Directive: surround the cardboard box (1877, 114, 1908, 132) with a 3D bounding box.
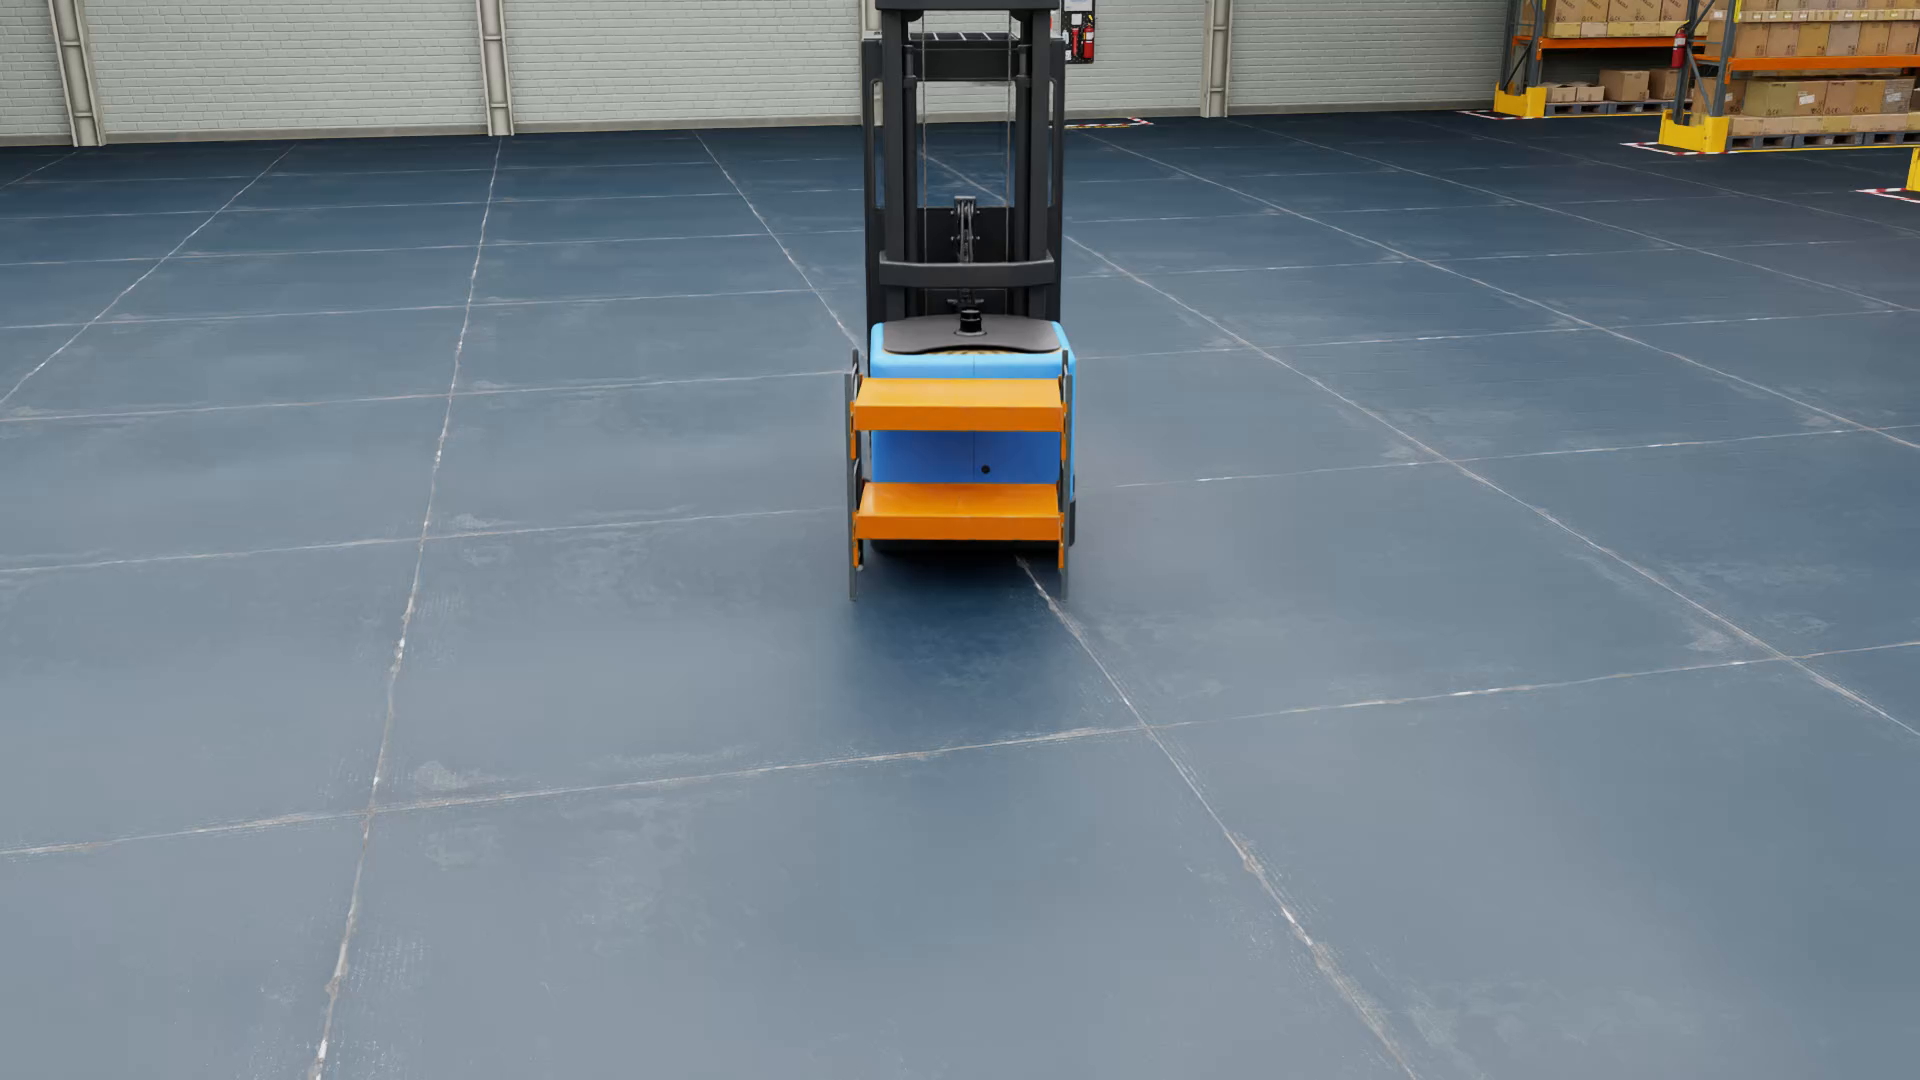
[{"bbox_3d":[13.914,-6.335,25.134,0.500,0.250,0.500,-5,21,-12],"label":"cardboard box"}]

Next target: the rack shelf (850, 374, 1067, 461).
[{"bbox_3d":[-0.003,-0.591,7.942,1.000,0.278,0.538,0,20,1],"label":"rack shelf"}]

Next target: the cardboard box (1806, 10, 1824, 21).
[{"bbox_3d":[12.347,-7.651,24.252,0.250,0.149,0.380,-5,21,-14],"label":"cardboard box"}]

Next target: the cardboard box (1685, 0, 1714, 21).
[{"bbox_3d":[12.787,-9.342,29.054,0.500,0.500,0.500,-5,21,-13],"label":"cardboard box"}]

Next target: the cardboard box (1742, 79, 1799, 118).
[{"bbox_3d":[11.971,-6.525,24.563,0.500,0.500,0.500,-5,21,-12],"label":"cardboard box"}]

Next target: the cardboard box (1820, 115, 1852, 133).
[{"bbox_3d":[12.945,-6.251,24.904,0.500,0.250,0.500,-5,21,-12],"label":"cardboard box"}]

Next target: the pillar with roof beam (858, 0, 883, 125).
[{"bbox_3d":[-0.437,-9.687,22.177,0.400,9.000,9.100,-5,21,-12],"label":"pillar with roof beam"}]

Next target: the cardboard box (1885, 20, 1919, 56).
[{"bbox_3d":[13.862,-7.541,24.894,0.500,0.500,0.700,-5,21,-13],"label":"cardboard box"}]

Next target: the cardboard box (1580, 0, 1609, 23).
[{"bbox_3d":[10.785,-9.180,28.614,0.500,0.500,0.500,-5,21,-12],"label":"cardboard box"}]

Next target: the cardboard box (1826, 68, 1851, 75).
[{"bbox_3d":[15.859,-8.457,30.536,0.500,0.500,0.700,-5,21,-13],"label":"cardboard box"}]

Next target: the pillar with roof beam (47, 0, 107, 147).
[{"bbox_3d":[-12.115,-8.738,19.584,0.400,9.000,9.100,-5,21,-12],"label":"pillar with roof beam"}]

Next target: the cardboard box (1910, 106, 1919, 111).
[{"bbox_3d":[15.141,-6.611,25.888,0.500,0.250,0.500,-5,21,-13],"label":"cardboard box"}]

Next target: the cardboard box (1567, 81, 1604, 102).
[{"bbox_3d":[11.017,-7.930,29.371,0.500,0.311,0.500,-3,20,-8],"label":"cardboard box"}]

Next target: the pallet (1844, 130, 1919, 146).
[{"bbox_3d":[14.020,-6.217,25.479,1.213,0.211,1.003,-5,21,-12],"label":"pallet"}]

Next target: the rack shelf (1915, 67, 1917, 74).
[{"bbox_3d":[16.750,-7.396,25.689,4.000,0.370,1.077,-5,21,-12],"label":"rack shelf"}]

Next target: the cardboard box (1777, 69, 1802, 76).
[{"bbox_3d":[14.864,-8.387,30.345,0.500,0.500,0.700,-5,21,-14],"label":"cardboard box"}]

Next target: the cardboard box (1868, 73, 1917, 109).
[{"bbox_3d":[14.281,-6.901,25.590,0.500,0.500,0.500,-5,21,-12],"label":"cardboard box"}]

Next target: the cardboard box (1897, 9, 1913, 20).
[{"bbox_3d":[13.838,-7.772,24.581,0.250,0.149,0.380,-5,21,-13],"label":"cardboard box"}]

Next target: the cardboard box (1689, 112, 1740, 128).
[{"bbox_3d":[11.365,-6.306,25.055,0.500,0.250,0.500,-5,21,-12],"label":"cardboard box"}]

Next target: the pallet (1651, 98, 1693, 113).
[{"bbox_3d":[13.015,-7.859,29.961,1.213,0.211,1.003,-5,21,-12],"label":"pallet"}]

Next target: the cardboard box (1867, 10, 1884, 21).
[{"bbox_3d":[13.353,-7.733,24.476,0.250,0.149,0.380,-4,21,-11],"label":"cardboard box"}]

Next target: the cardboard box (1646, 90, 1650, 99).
[{"bbox_3d":[12.099,-7.981,29.746,0.250,0.149,0.380,-6,21,-17],"label":"cardboard box"}]

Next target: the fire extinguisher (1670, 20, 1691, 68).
[{"bbox_3d":[10.689,-7.368,24.681,0.183,0.674,0.296,-5,21,-12],"label":"fire extinguisher"}]

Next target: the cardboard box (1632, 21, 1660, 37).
[{"bbox_3d":[11.807,-8.911,28.969,0.500,0.250,0.500,-4,21,-12],"label":"cardboard box"}]

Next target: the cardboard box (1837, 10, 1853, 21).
[{"bbox_3d":[12.839,-7.690,24.359,0.250,0.149,0.380,-4,21,-12],"label":"cardboard box"}]

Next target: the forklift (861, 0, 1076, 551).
[{"bbox_3d":[0.007,-1.777,9.404,1.130,2.935,3.031,-1,20,-2],"label":"forklift"}]

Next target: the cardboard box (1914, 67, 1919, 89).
[{"bbox_3d":[18.299,-8.752,30.859,0.750,0.750,0.750,-5,21,-13],"label":"cardboard box"}]

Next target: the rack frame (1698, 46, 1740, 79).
[{"bbox_3d":[13.660,-9.233,29.659,0.127,3.000,1.000,-5,21,-12],"label":"rack frame"}]

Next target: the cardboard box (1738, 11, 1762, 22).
[{"bbox_3d":[11.343,-7.569,24.028,0.250,0.149,0.380,-5,21,-13],"label":"cardboard box"}]

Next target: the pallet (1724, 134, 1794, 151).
[{"bbox_3d":[11.646,-6.024,24.952,1.213,0.211,1.003,-5,21,-12],"label":"pallet"}]

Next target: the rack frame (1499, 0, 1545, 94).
[{"bbox_3d":[9.768,-8.916,28.794,0.127,3.000,1.000,-5,21,-12],"label":"rack frame"}]

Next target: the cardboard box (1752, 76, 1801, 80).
[{"bbox_3d":[12.335,-6.743,25.157,0.500,0.500,0.500,-5,21,-12],"label":"cardboard box"}]

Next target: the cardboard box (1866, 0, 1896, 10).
[{"bbox_3d":[13.395,-8.114,24.573,0.500,0.500,0.700,-5,21,-12],"label":"cardboard box"}]

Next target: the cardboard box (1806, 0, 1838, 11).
[{"bbox_3d":[12.421,-8.035,24.357,0.500,0.500,0.700,-5,21,-12],"label":"cardboard box"}]

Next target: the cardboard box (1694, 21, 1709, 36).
[{"bbox_3d":[12.783,-8.996,29.201,0.500,0.250,0.500,-5,21,-12],"label":"cardboard box"}]

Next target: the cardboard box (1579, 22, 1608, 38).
[{"bbox_3d":[10.818,-8.833,28.757,0.500,0.250,0.500,-5,21,-14],"label":"cardboard box"}]

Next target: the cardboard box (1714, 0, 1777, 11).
[{"bbox_3d":[11.420,-7.951,24.129,0.500,0.500,0.700,-5,21,-12],"label":"cardboard box"}]

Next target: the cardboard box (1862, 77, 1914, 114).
[{"bbox_3d":[13.914,-6.688,25.007,0.500,0.500,0.500,-5,21,-12],"label":"cardboard box"}]

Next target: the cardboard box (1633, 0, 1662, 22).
[{"bbox_3d":[11.789,-9.264,28.842,0.500,0.500,0.500,-4,20,-11],"label":"cardboard box"}]

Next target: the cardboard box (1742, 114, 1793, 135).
[{"bbox_3d":[11.970,-6.173,24.693,0.500,0.250,0.500,-5,21,-12],"label":"cardboard box"}]

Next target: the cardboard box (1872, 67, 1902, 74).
[{"bbox_3d":[16.864,-8.508,30.674,0.500,0.500,0.700,-4,21,-12],"label":"cardboard box"}]

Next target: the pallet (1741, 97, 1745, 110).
[{"bbox_3d":[14.418,-7.986,30.308,1.213,0.211,1.003,-5,21,-12],"label":"pallet"}]

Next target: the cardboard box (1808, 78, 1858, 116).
[{"bbox_3d":[12.945,-6.602,24.774,0.500,0.500,0.500,-5,21,-12],"label":"cardboard box"}]

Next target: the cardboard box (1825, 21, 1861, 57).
[{"bbox_3d":[12.875,-7.461,24.677,0.500,0.500,0.700,-4,21,-11],"label":"cardboard box"}]

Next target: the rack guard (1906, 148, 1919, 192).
[{"bbox_3d":[12.111,-4.448,20.231,0.348,0.500,1.175,-5,21,-12],"label":"rack guard"}]

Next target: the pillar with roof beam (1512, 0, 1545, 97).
[{"bbox_3d":[11.241,-10.637,24.770,0.400,9.000,9.100,-5,21,-12],"label":"pillar with roof beam"}]

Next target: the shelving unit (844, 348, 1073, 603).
[{"bbox_3d":[-0.003,-0.316,8.042,1.048,1.125,0.538,0,20,1],"label":"shelving unit"}]

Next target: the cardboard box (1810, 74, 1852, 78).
[{"bbox_3d":[13.308,-6.822,25.374,0.500,0.500,0.500,-5,21,-12],"label":"cardboard box"}]

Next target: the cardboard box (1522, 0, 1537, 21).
[{"bbox_3d":[10.178,-9.316,28.984,0.500,0.500,0.500,-5,21,-13],"label":"cardboard box"}]

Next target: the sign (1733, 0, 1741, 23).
[{"bbox_3d":[11.033,-7.516,23.597,0.005,0.325,0.100,-5,21,-12],"label":"sign"}]

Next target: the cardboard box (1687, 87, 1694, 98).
[{"bbox_3d":[13.147,-8.057,29.927,0.250,0.166,0.380,-7,21,-20],"label":"cardboard box"}]

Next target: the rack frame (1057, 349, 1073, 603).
[{"bbox_3d":[0.506,-0.313,8.032,0.032,1.125,0.500,0,20,1],"label":"rack frame"}]

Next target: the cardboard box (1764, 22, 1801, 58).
[{"bbox_3d":[11.879,-7.381,24.458,0.500,0.500,0.700,-4,21,-11],"label":"cardboard box"}]

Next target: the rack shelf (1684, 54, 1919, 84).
[{"bbox_3d":[12.858,-7.079,24.824,4.000,0.370,1.077,-5,21,-12],"label":"rack shelf"}]

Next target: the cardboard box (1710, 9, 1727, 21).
[{"bbox_3d":[11.239,-7.704,24.396,0.250,0.149,0.380,-5,21,-13],"label":"cardboard box"}]

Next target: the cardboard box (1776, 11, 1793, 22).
[{"bbox_3d":[11.842,-7.610,24.140,0.250,0.149,0.380,-5,21,-12],"label":"cardboard box"}]
